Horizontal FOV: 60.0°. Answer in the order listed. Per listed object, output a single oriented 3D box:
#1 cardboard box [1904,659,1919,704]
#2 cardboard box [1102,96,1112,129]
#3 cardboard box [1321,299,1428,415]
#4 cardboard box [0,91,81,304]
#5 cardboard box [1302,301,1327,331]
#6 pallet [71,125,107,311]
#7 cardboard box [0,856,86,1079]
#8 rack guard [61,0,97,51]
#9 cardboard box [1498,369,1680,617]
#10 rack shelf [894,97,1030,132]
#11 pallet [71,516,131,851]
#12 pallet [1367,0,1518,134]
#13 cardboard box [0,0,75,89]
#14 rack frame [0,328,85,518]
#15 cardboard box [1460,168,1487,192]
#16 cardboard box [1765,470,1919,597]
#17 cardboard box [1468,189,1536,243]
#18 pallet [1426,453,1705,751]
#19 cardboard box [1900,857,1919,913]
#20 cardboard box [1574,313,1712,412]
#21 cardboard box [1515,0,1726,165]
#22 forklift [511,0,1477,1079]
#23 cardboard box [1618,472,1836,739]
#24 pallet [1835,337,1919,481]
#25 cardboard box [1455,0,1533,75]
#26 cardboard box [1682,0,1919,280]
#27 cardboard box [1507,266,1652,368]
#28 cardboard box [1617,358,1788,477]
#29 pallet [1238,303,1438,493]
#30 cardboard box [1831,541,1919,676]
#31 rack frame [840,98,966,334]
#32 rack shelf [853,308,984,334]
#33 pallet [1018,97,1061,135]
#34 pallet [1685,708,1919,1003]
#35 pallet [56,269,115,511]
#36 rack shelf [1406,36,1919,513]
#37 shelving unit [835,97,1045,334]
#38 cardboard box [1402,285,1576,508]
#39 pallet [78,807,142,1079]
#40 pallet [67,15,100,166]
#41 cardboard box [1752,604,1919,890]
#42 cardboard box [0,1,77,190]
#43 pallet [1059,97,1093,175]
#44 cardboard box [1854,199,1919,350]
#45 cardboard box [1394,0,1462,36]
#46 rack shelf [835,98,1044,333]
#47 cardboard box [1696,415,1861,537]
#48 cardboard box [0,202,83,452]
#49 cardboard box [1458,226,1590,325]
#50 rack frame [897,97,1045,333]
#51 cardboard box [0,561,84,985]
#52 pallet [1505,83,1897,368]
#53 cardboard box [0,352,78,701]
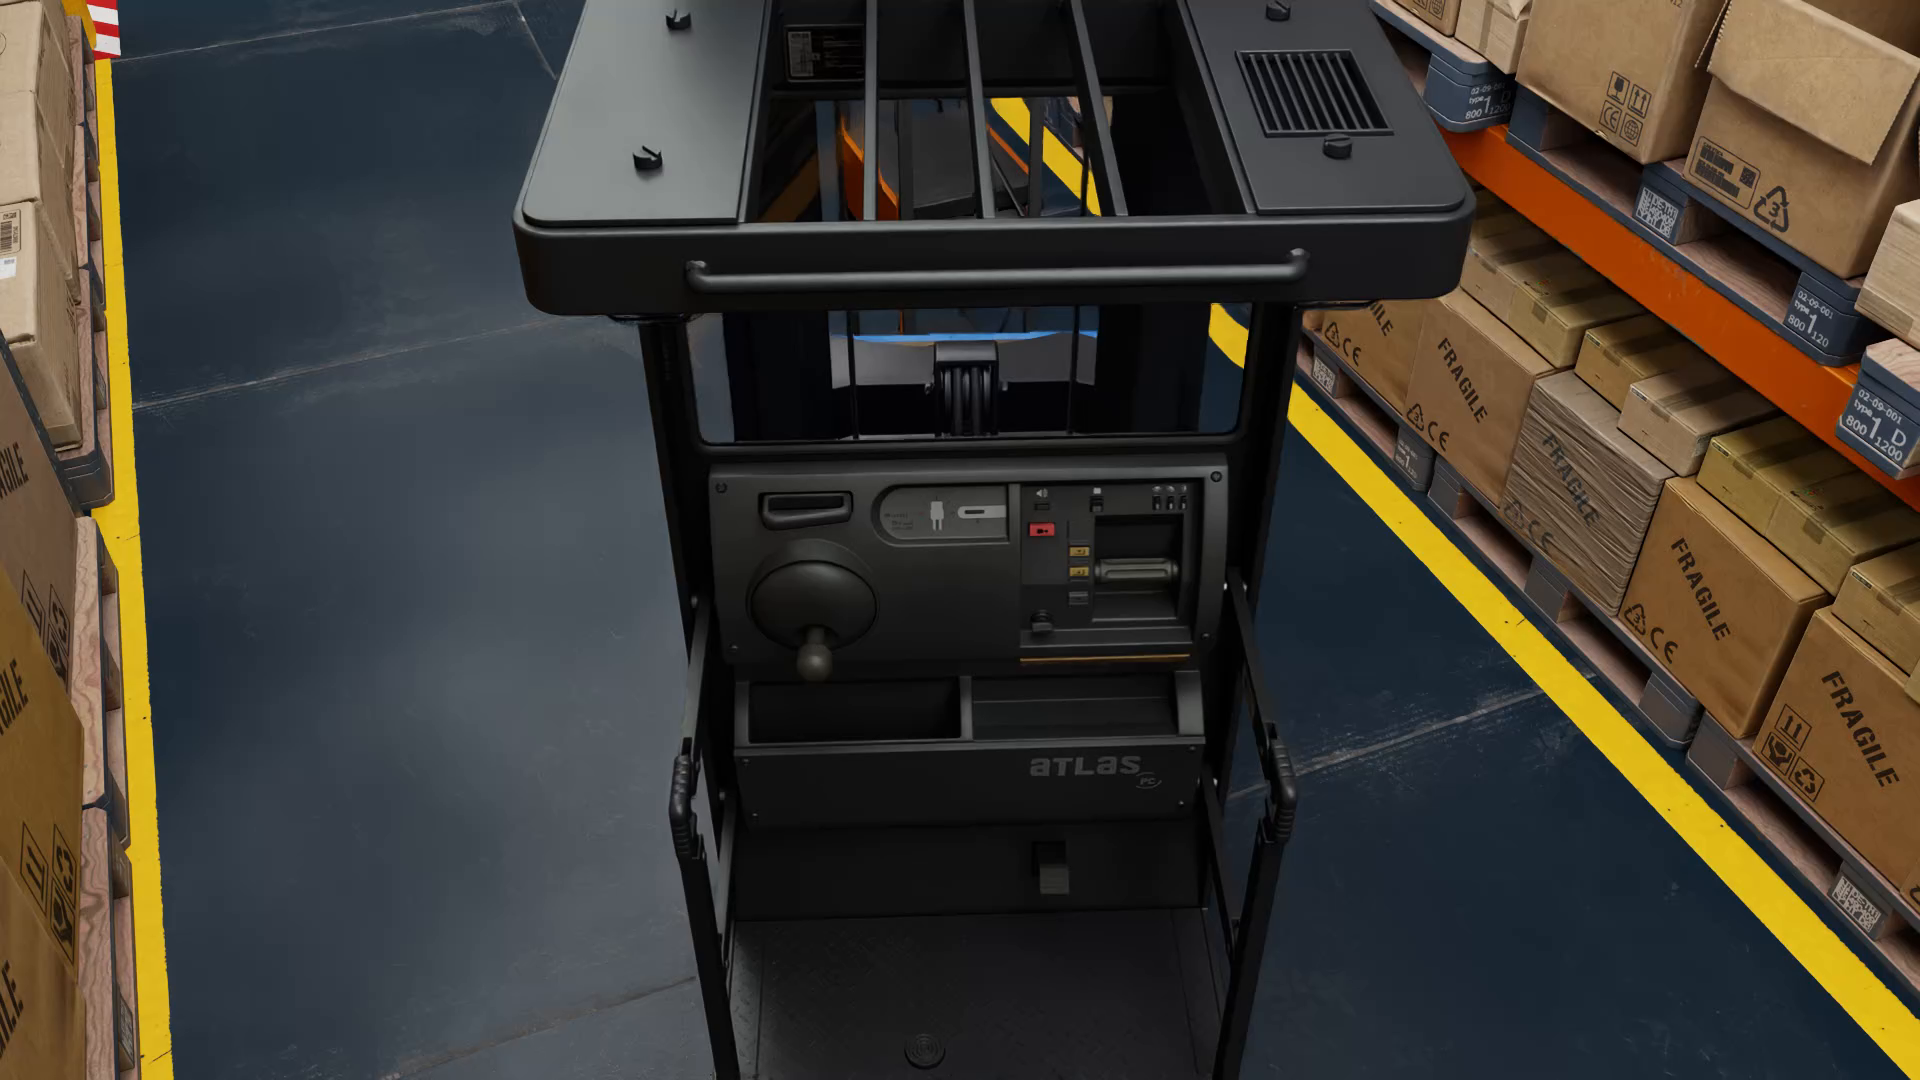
[{"bbox_3d":[2.352,0.308,3.689,0.380,0.149,0.250,-17,44,-19],"label":"cardboard box"},{"bbox_3d":[0.757,-1.853,6.879,0.396,0.266,0.258,-14,43,-15],"label":"cardboard box"},{"bbox_3d":[1.568,-0.799,5.474,0.500,0.500,0.500,-16,43,-17],"label":"cardboard box"},{"bbox_3d":[-3.691,-1.145,5.924,0.875,0.438,0.875,-16,43,-18],"label":"cardboard box"},{"bbox_3d":[1.355,-1.117,5.844,0.500,0.500,0.500,-13,42,-15],"label":"cardboard box"},{"bbox_3d":[-3.896,-1.169,6.448,1.003,0.211,1.213,-15,43,-17],"label":"pallet"},{"bbox_3d":[-2.201,1.068,3.015,0.875,0.875,0.875,-15,43,-16],"label":"cardboard box"},{"bbox_3d":[-4.746,-2.489,7.761,1.175,0.500,0.348,-15,43,-17],"label":"rack guard"},{"bbox_3d":[1.948,-0.183,4.758,0.500,0.500,0.500,-17,43,-18],"label":"cardboard box"},{"bbox_3d":[-0.063,-1.416,4.234,0.431,0.518,0.480,-15,43,-17],"label":"rack shelf"},{"bbox_3d":[-2.842,0.490,4.518,1.003,0.211,1.213,-15,43,-17],"label":"pallet"},{"bbox_3d":[1.583,-1.672,5.041,1.003,0.211,1.213,-15,43,-17],"label":"pallet"},{"bbox_3d":[-4.392,-2.238,7.194,0.875,0.438,0.875,-17,43,-18],"label":"cardboard box"},{"bbox_3d":[-3.207,-1.013,4.127,1.000,3.000,0.127,-15,43,-17],"label":"rack frame"},{"bbox_3d":[1.556,-1.129,5.360,0.380,0.149,0.250,-17,44,-19],"label":"cardboard box"},{"bbox_3d":[2.233,-0.032,4.084,0.380,0.149,0.250,-14,43,-16],"label":"cardboard box"},{"bbox_3d":[1.673,-0.967,5.172,0.380,0.149,0.250,-16,43,-18],"label":"cardboard box"},{"bbox_3d":[2.195,0.021,5.064,1.003,0.211,1.213,-15,43,-17],"label":"pallet"},{"bbox_3d":[2.548,0.744,3.680,0.500,0.500,0.500,-14,43,-16],"label":"cardboard box"},{"bbox_3d":[1.957,-0.502,4.631,0.380,0.149,0.250,-15,43,-17],"label":"cardboard box"},{"bbox_3d":[1.855,-1.319,4.084,0.700,0.500,0.500,-15,43,-17],"label":"cardboard box"},{"bbox_3d":[0.028,0.131,2.850,1.130,2.935,3.031,-1,41,-2],"label":"forklift"},{"bbox_3d":[2.164,0.125,4.399,0.500,0.500,0.500,-13,42,-15],"label":"cardboard box"},{"bbox_3d":[2.584,-0.162,3.285,1.213,0.211,1.003,-15,43,-17],"label":"pallet"},{"bbox_3d":[1.555,-1.429,4.392,0.396,0.266,0.258,-13,42,-15],"label":"cardboard box"},{"bbox_3d":[2.113,-0.979,3.687,0.797,0.503,0.637,-16,43,-18],"label":"cardboard box"},{"bbox_3d":[1.827,-0.657,4.811,0.380,0.149,0.250,-14,43,-15],"label":"cardboard box"},{"bbox_3d":[2.004,-0.341,4.444,0.380,0.149,0.250,-17,44,-19],"label":"cardboard box"},{"bbox_3d":[1.724,-0.715,5.920,1.003,0.211,1.213,-15,43,-17],"label":"pallet"},{"bbox_3d":[2.292,0.138,3.886,0.380,0.149,0.250,-16,43,-18],"label":"cardboard box"},{"bbox_3d":[-0.157,-1.043,4.852,0.400,2.100,0.015,-15,43,-17],"label":"rack frame"},{"bbox_3d":[-0.063,-0.355,5.147,0.431,0.518,0.480,-15,43,-17],"label":"rack shelf"},{"bbox_3d":[0.646,-2.346,7.816,1.003,0.211,1.213,-15,43,-17],"label":"pallet"},{"bbox_3d":[2.658,0.754,4.211,1.003,0.211,1.213,-15,43,-17],"label":"pallet"},{"bbox_3d":[-3.425,-0.433,5.592,1.003,0.211,1.213,-15,43,-17],"label":"pallet"},{"bbox_3d":[2.143,-0.776,4.403,1.077,0.370,4.000,-15,43,-17],"label":"rack shelf"},{"bbox_3d":[-0.063,-0.896,4.681,0.431,2.100,0.503,-15,43,-17],"label":"shelving unit"},{"bbox_3d":[1.755,-0.497,5.123,0.500,0.500,0.500,-16,43,-18],"label":"cardboard box"},{"bbox_3d":[-2.371,1.227,3.662,1.003,0.211,1.213,-15,43,-17],"label":"pallet"},{"bbox_3d":[-4.359,-1.903,7.301,1.003,0.211,1.213,-15,43,-17],"label":"pallet"},{"bbox_3d":[2.366,0.440,4.033,0.500,0.500,0.500,-16,43,-17],"label":"cardboard box"},{"bbox_3d":[-4.034,-1.688,6.556,0.875,0.438,0.875,-14,43,-16],"label":"cardboard box"},{"bbox_3d":[1.116,-1.610,6.960,1.003,0.211,1.213,-15,43,-17],"label":"pallet"},{"bbox_3d":[2.206,-0.501,3.325,0.500,0.250,0.500,-17,44,-19],"label":"cardboard box"},{"bbox_3d":[1.555,-1.791,4.634,0.700,0.500,0.500,-15,43,-16],"label":"cardboard box"},{"bbox_3d":[-0.063,-0.885,4.690,0.431,0.518,0.480,-15,43,-17],"label":"rack shelf"},{"bbox_3d":[2.137,-0.182,4.259,0.380,0.149,0.250,-16,43,-17],"label":"cardboard box"},{"bbox_3d":[-3.348,-0.606,5.297,0.875,0.438,0.875,-16,43,-17],"label":"cardboard box"},{"bbox_3d":[1.734,-0.807,4.986,0.380,0.149,0.250,-15,43,-17],"label":"cardboard box"},{"bbox_3d":[0.030,-0.749,4.510,0.400,2.100,0.015,-15,43,-17],"label":"rack frame"},{"bbox_3d":[-2.543,0.529,3.641,0.875,0.875,0.875,-14,43,-16],"label":"cardboard box"},{"bbox_3d":[2.160,-0.941,4.191,1.003,0.211,1.213,-15,43,-17],"label":"pallet"},{"bbox_3d":[-2.895,-0.013,4.272,0.875,0.875,0.875,-14,43,-16],"label":"cardboard box"}]
